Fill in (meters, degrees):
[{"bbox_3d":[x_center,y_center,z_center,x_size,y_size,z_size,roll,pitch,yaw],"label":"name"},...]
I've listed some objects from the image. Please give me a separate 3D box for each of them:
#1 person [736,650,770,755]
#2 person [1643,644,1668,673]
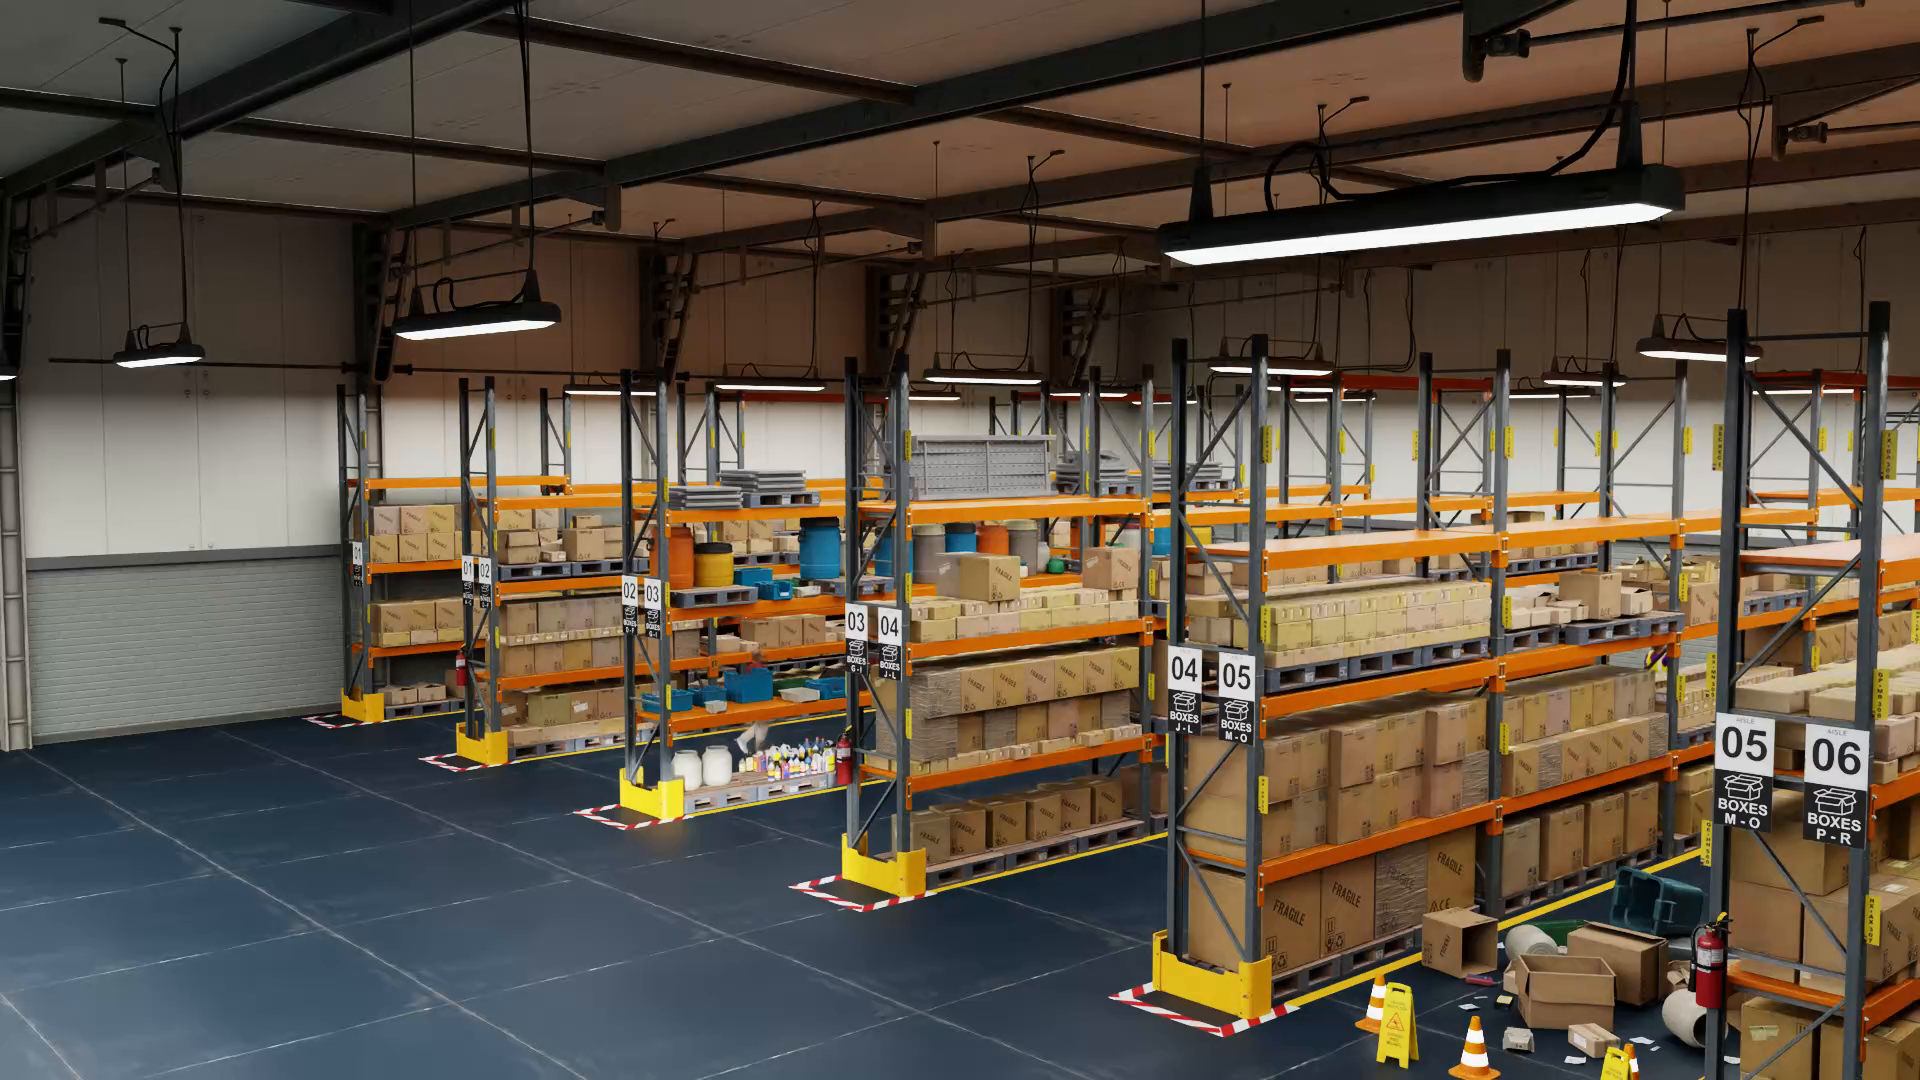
[{"bbox_3d":[-3.212,2.574,26.183,0.609,1.714,0.541,-1,4,-12],"label":"person"},{"bbox_3d":[11.780,2.444,28.127,0.721,1.707,1.046,3,5,42],"label":"person"}]
